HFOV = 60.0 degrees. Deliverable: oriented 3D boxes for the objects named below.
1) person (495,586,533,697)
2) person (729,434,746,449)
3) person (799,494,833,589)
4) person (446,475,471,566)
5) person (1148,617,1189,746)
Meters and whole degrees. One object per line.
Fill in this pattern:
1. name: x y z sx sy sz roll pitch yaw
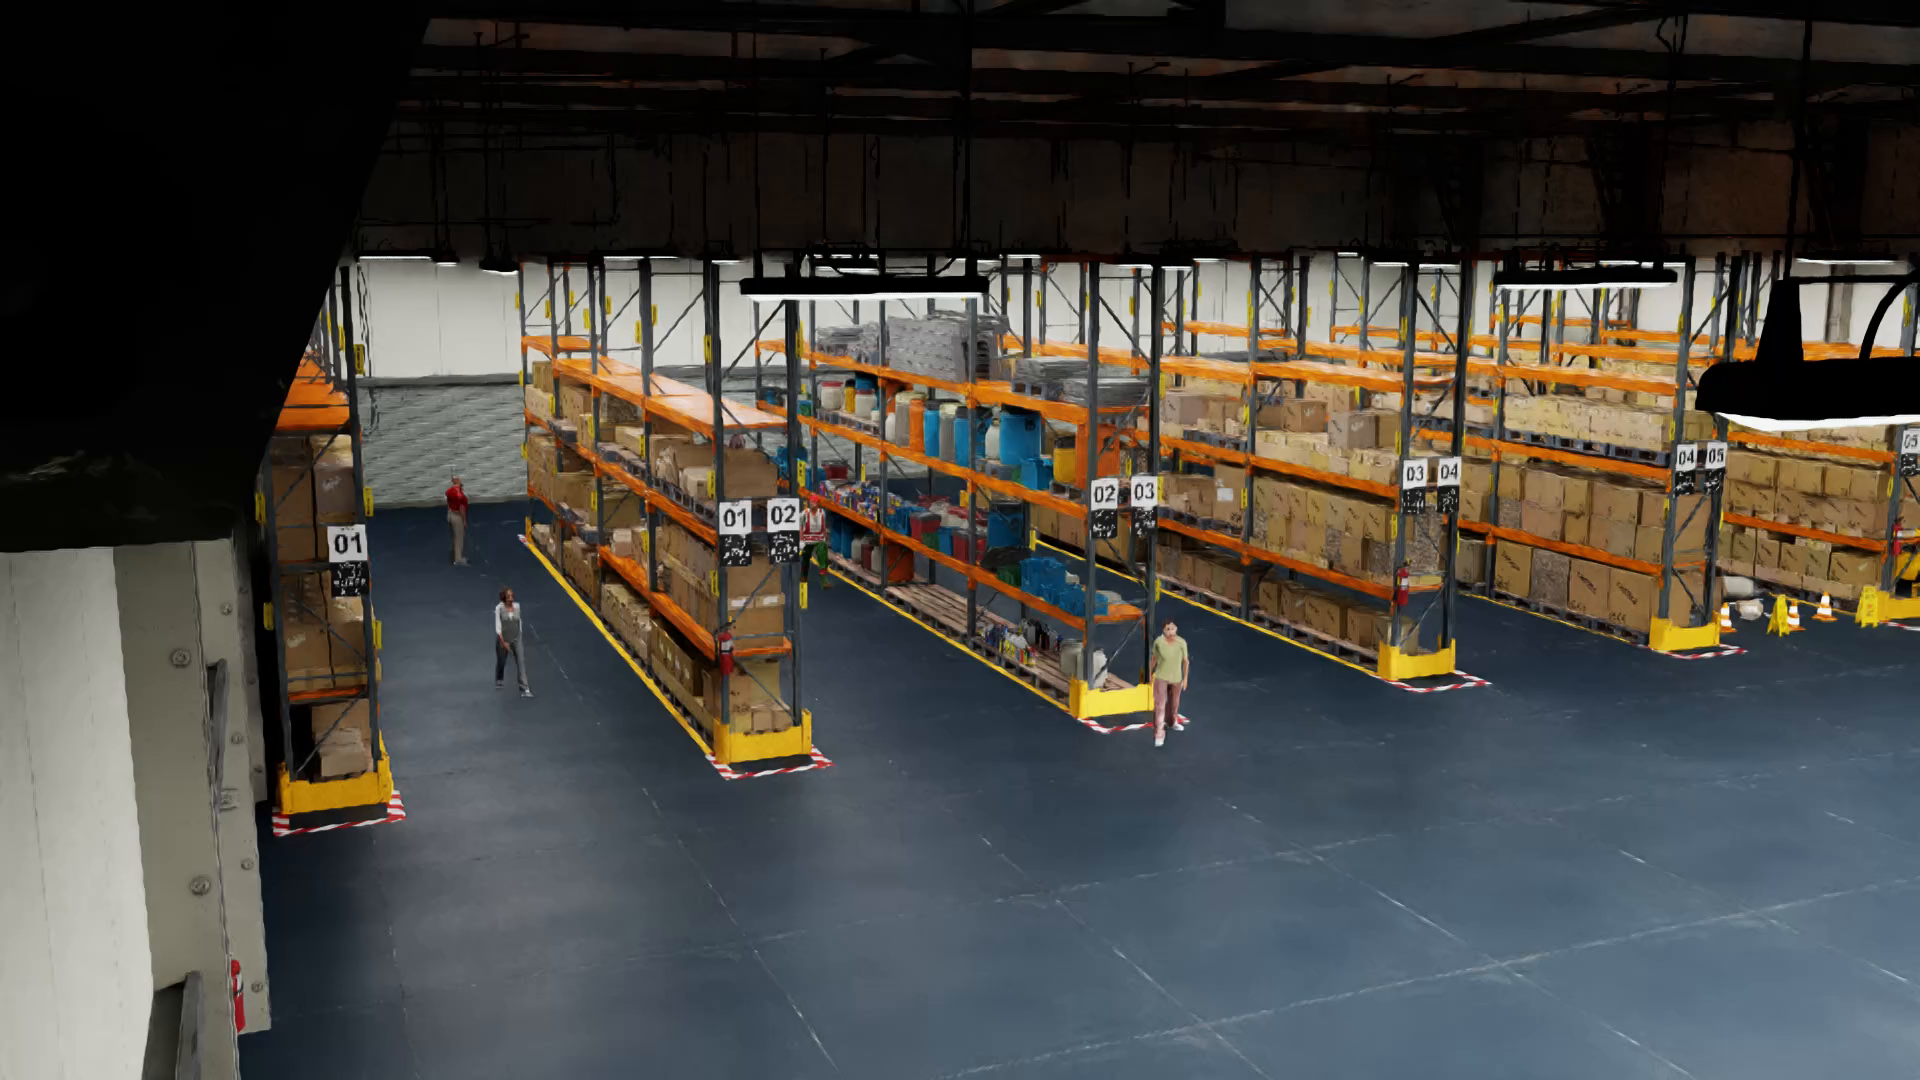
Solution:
1. person: -6.273 1.388 23.116 0.412 1.533 0.955 -6 12 -30
2. person: -5.520 -1.904 40.517 0.536 1.768 0.779 5 12 27
3. person: -2.656 0.001 30.200 0.553 1.709 1.123 -4 11 -19
4. person: -9.726 -0.402 32.347 0.476 1.738 0.624 -10 14 -43
5. person: 2.643 1.745 21.029 0.484 1.616 0.957 0 10 0
